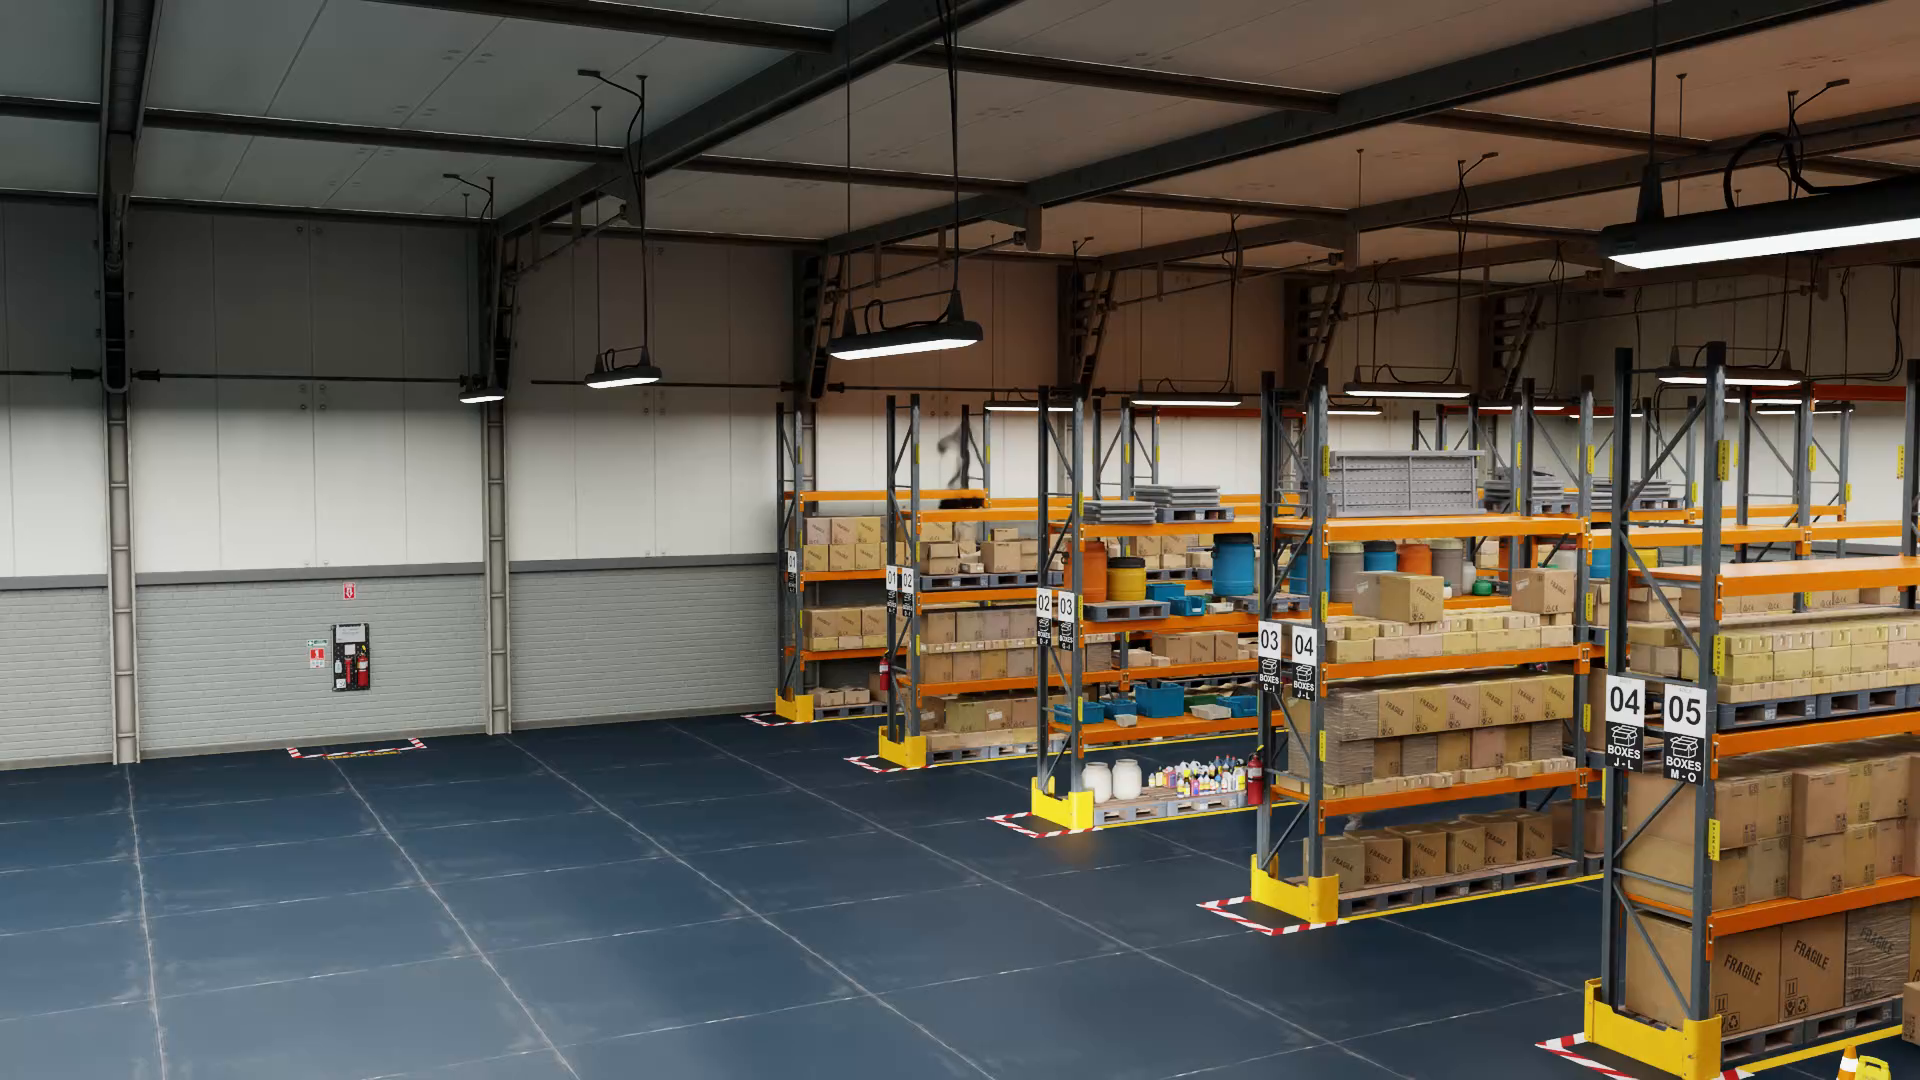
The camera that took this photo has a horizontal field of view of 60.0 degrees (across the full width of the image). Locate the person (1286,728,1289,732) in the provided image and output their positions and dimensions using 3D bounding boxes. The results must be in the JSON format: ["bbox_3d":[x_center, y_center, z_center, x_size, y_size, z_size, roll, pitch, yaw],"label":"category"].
[{"bbox_3d":[5.712,2.777,27.946,0.638,1.638,0.580,-2,4,-29],"label":"person"}]

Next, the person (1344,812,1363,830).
[{"bbox_3d":[5.304,3.056,22.419,0.630,1.697,0.648,-2,4,-37],"label":"person"}]
